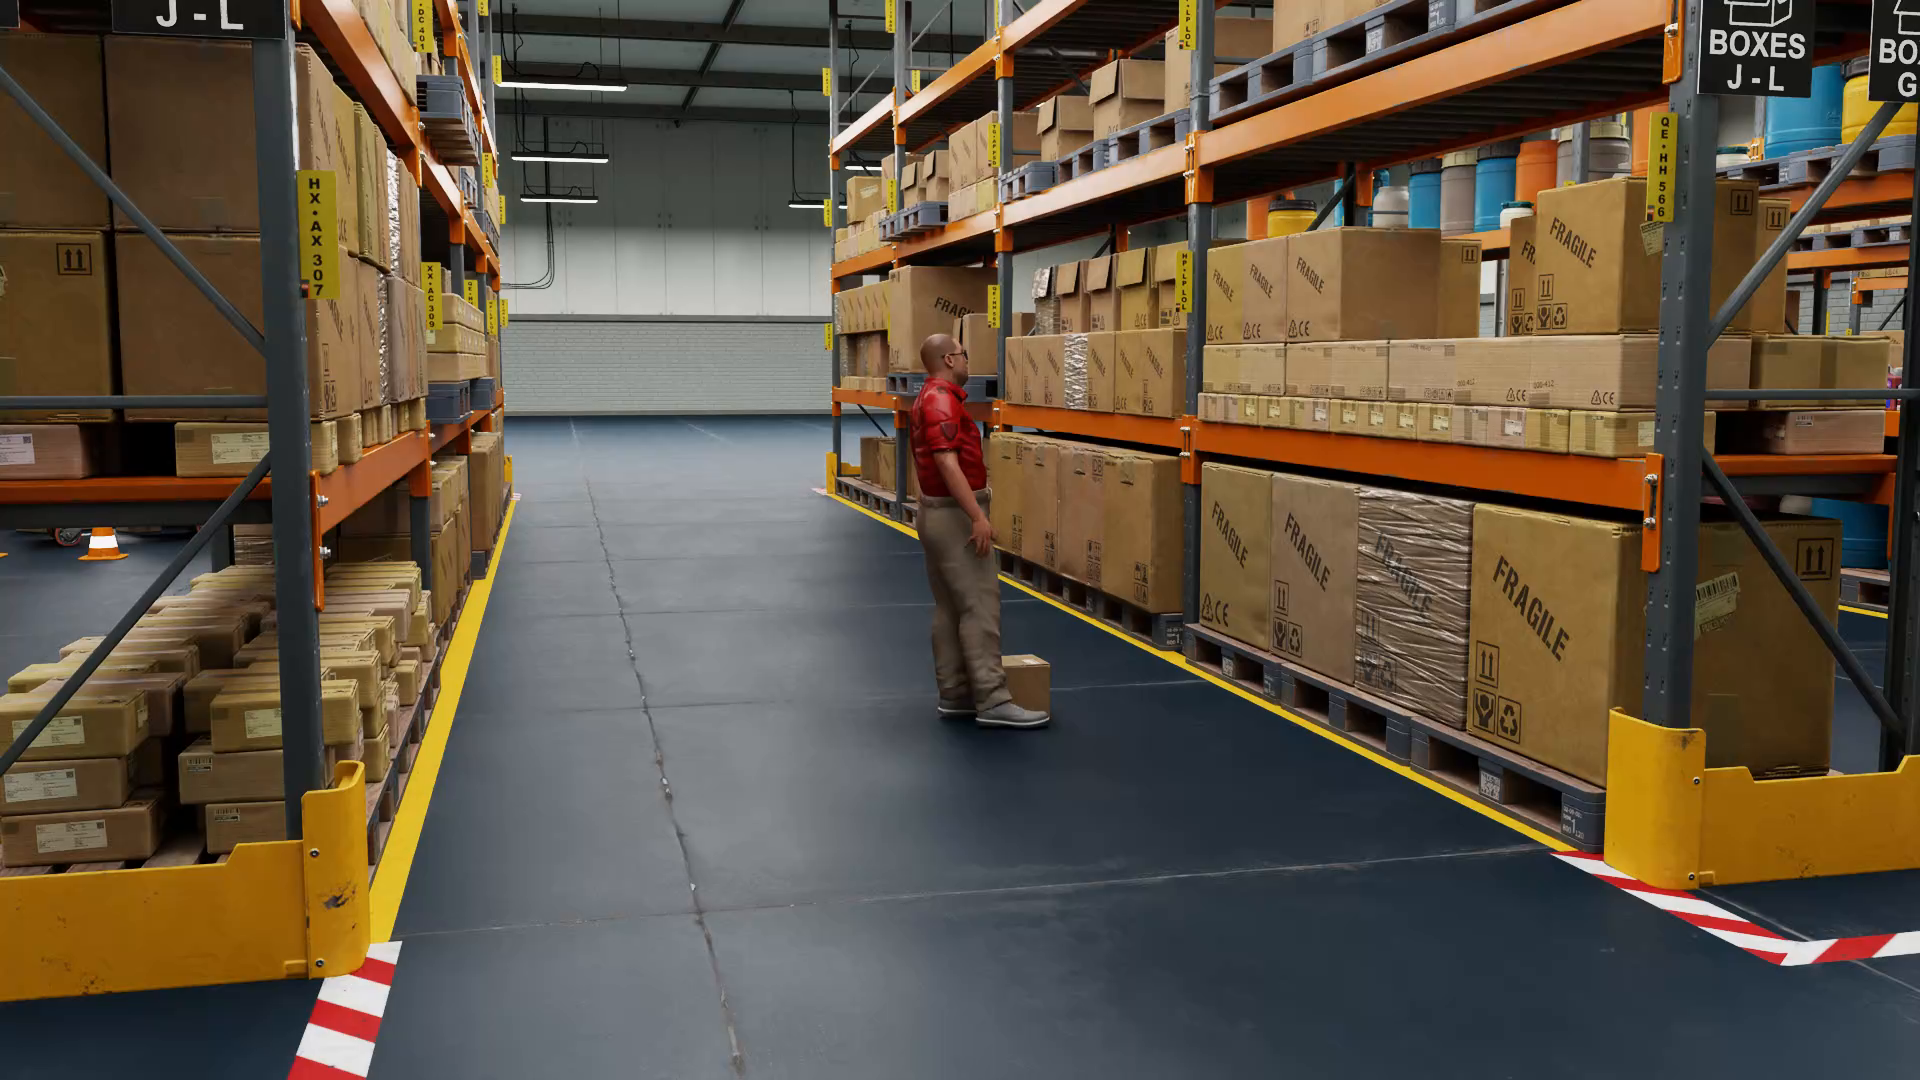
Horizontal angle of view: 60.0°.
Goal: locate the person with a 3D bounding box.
[{"bbox_3d":[0.068,-0.058,7.484,0.550,1.727,0.640,-1,6,-14],"label":"person"}]
